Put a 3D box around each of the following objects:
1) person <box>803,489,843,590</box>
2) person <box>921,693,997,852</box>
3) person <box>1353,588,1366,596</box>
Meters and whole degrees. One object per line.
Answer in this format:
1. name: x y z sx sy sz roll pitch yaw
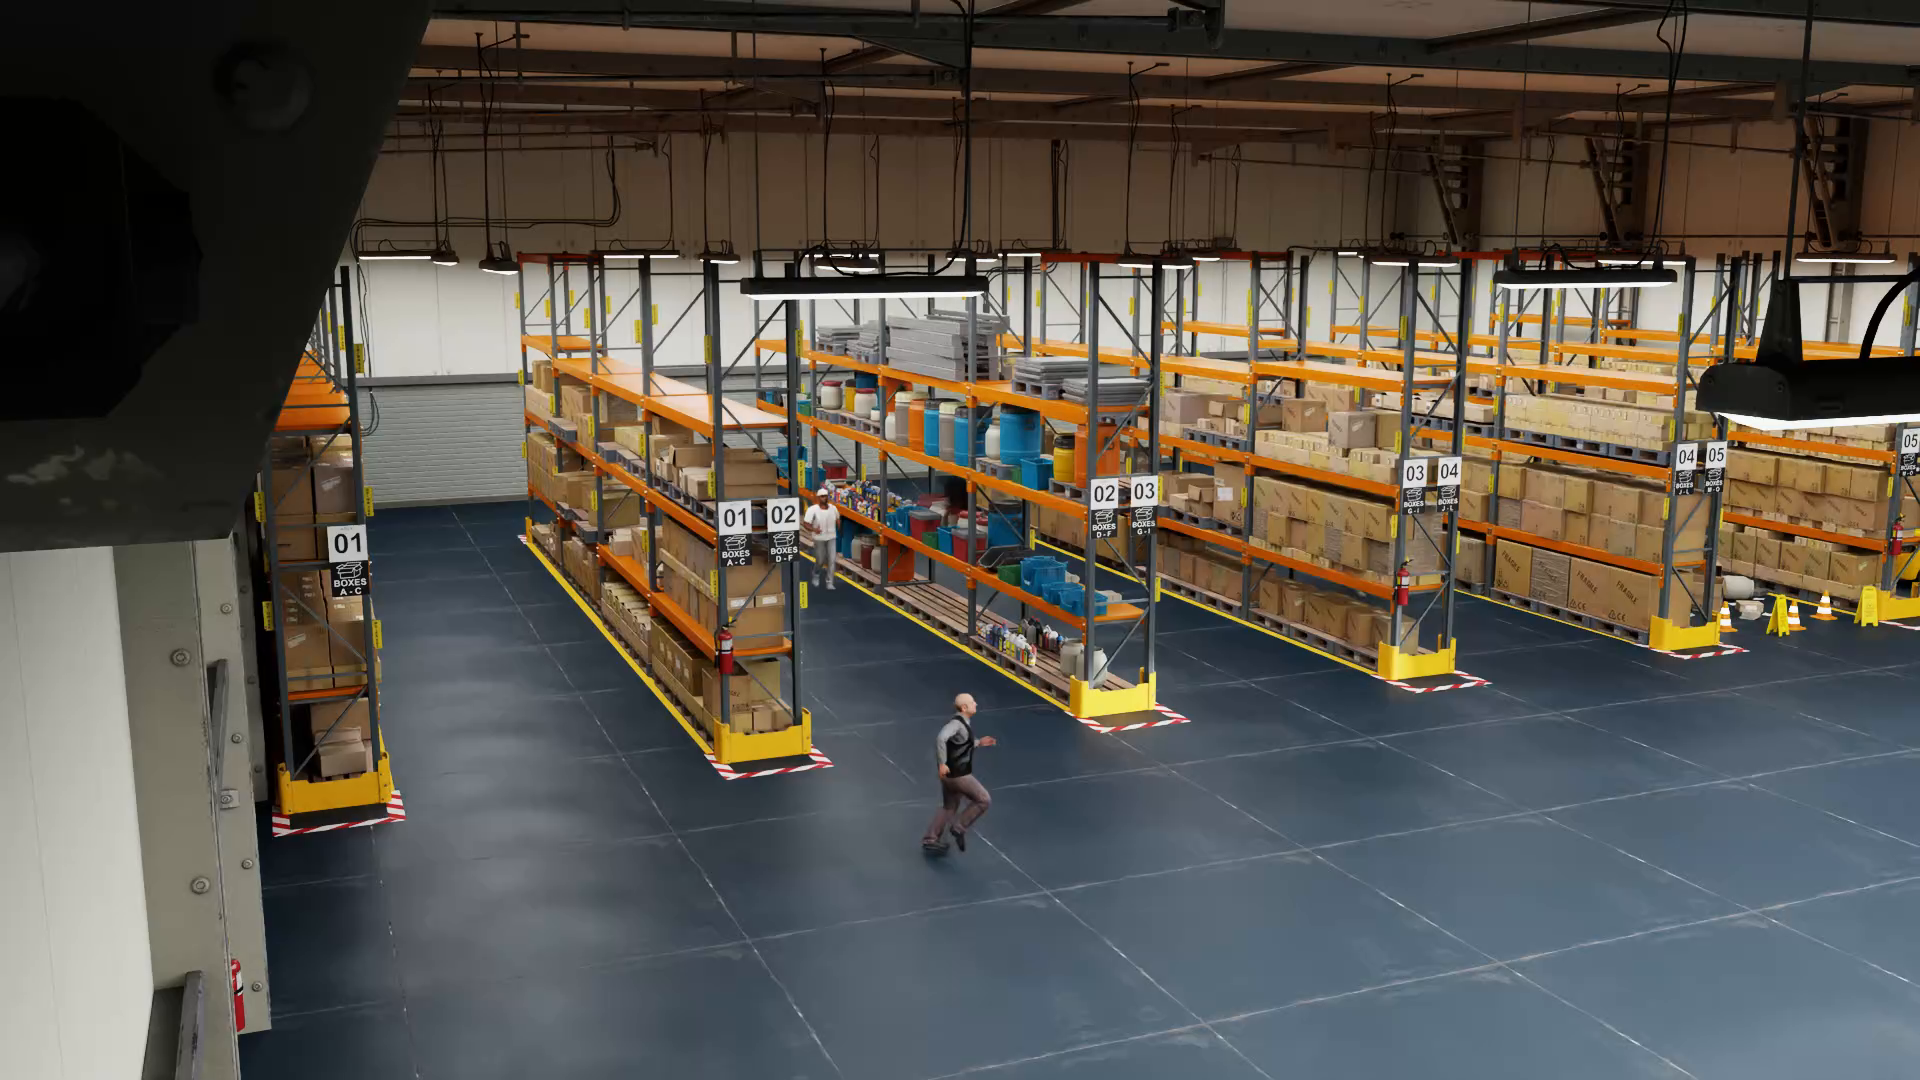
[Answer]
1. person: -2.338 -0.017 28.750 0.714 1.751 0.726 -5 11 -23
2. person: -0.011 2.401 17.111 0.785 1.673 0.688 0 10 -3
3. person: 7.183 0.147 29.436 0.654 1.730 0.568 -5 11 -24
